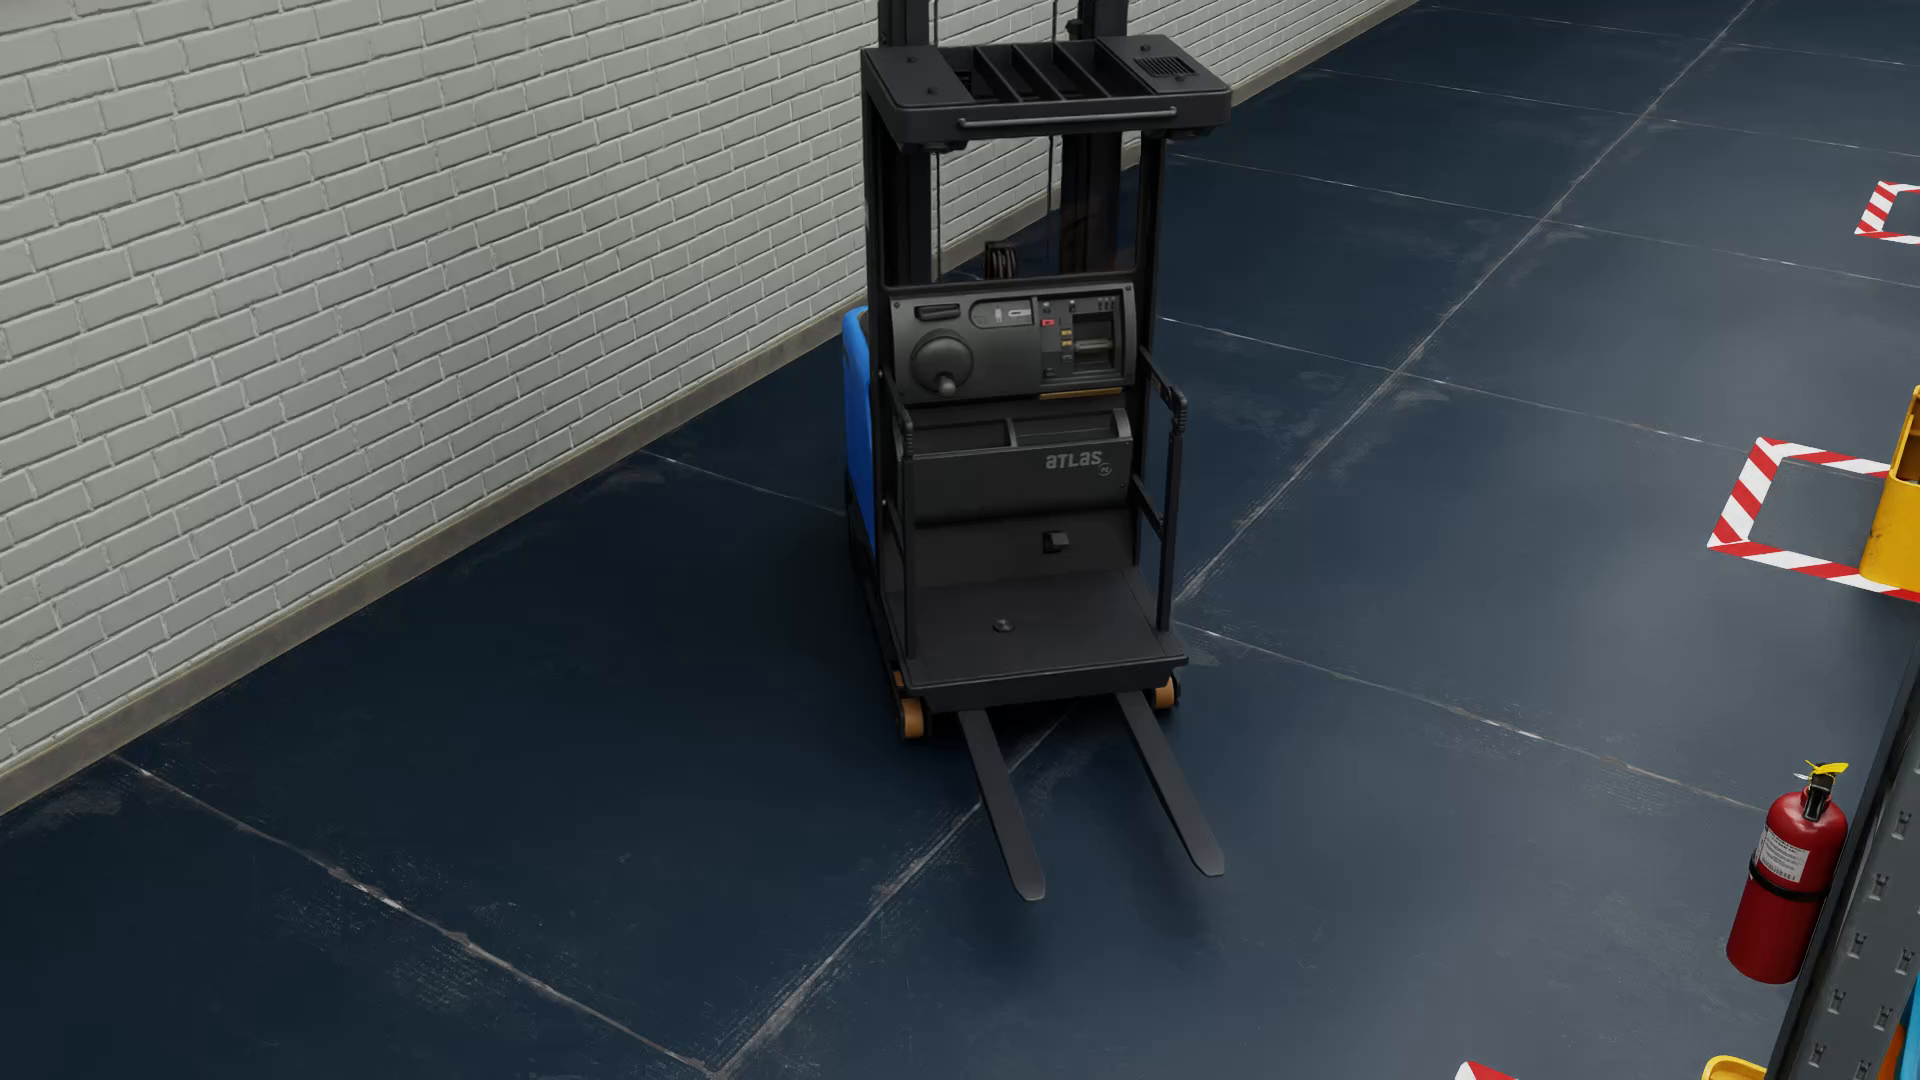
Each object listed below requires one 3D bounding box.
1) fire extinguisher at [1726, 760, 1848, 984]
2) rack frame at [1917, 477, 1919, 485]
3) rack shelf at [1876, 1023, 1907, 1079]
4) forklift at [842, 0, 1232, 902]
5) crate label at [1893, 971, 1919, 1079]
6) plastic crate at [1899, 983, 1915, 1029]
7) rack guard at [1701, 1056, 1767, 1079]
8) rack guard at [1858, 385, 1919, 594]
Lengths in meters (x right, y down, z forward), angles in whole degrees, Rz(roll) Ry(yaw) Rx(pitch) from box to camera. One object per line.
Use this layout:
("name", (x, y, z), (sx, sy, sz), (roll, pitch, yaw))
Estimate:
("fire extinguisher", (1.981, 0.749, 3.937), (0.183, 0.674, 0.296), (18, 35, 27))
("rack frame", (4.500, -1.325, 7.045), (0.127, 3.000, 1.000), (18, 35, 27))
("rack shelf", (3.561, 1.635, 2.685), (4.000, 0.370, 1.077), (18, 35, 27))
("forklift", (0.248, -0.697, 6.036), (1.130, 2.935, 3.031), (-6, 31, -10))
("crate label", (1.901, 1.042, 3.095), (0.303, 0.233, 0.416), (18, 35, 27))
("plastic crate", (2.250, 0.757, 3.381), (0.499, 0.435, 0.616), (18, 35, 27))
("rack guard", (1.840, 1.867, 4.053), (0.348, 0.500, 1.175), (18, 35, 27))
("rack guard", (4.480, -0.252, 7.686), (0.348, 0.500, 1.175), (18, 35, 27))
